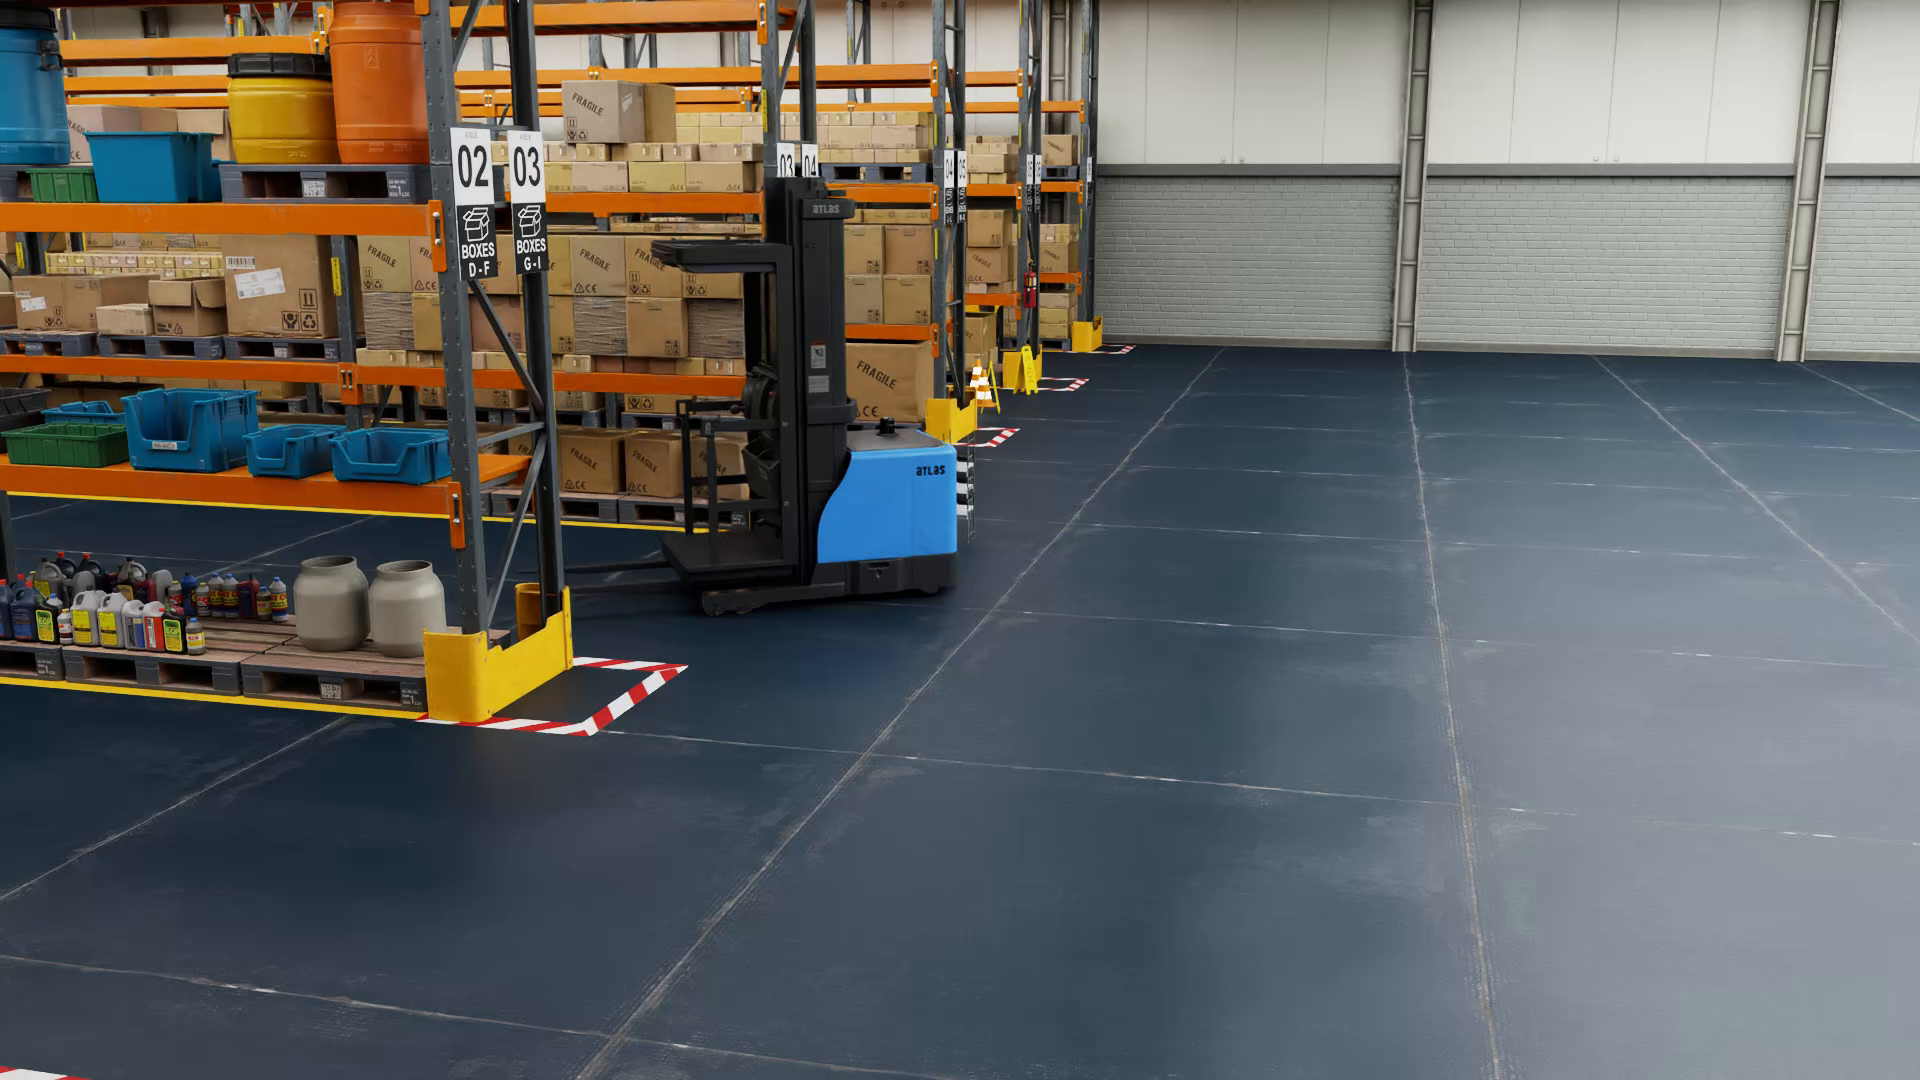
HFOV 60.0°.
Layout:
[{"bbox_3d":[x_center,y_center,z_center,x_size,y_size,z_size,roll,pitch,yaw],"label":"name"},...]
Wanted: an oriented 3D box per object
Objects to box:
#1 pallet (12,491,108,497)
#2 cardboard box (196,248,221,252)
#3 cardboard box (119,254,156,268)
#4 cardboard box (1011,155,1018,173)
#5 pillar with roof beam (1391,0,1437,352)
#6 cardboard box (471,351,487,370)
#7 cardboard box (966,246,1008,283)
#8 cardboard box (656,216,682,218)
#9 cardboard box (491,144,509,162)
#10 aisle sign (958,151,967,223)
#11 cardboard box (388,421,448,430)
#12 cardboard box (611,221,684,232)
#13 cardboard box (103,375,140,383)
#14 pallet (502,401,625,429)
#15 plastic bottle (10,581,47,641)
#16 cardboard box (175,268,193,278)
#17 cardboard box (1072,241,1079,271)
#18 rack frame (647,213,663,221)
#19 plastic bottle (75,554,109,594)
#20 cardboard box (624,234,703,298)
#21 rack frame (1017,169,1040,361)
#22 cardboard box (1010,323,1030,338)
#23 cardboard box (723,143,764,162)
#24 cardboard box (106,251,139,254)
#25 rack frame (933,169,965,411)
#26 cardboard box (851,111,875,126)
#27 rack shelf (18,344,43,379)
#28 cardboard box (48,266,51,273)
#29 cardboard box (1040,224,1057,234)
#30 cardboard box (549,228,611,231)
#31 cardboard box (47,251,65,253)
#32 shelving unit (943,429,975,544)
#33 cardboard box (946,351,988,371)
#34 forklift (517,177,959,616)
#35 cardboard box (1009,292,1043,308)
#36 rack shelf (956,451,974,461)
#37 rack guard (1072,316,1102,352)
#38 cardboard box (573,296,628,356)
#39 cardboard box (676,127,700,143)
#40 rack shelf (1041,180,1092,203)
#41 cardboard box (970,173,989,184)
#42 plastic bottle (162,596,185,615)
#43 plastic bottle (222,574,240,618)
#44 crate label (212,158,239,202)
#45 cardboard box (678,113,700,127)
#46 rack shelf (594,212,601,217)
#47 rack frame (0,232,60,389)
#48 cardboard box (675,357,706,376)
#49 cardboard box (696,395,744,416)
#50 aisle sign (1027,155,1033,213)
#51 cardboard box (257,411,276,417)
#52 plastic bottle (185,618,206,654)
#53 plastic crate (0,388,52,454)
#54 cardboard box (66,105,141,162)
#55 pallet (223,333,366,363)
[{"bbox_3d":[-8.411,-0.644,16.147,1.213,0.211,1.003,3,13,14],"label":"pallet"},{"bbox_3d":[-11.691,-4.382,26.329,0.500,0.500,0.500,3,13,12],"label":"cardboard box"},{"bbox_3d":[-10.238,-3.480,20.731,0.250,0.149,0.380,4,13,16],"label":"cardboard box"},{"bbox_3d":[0.548,-5.333,23.581,0.500,0.250,0.500,3,13,13],"label":"cardboard box"},{"bbox_3d":[6.491,-6.696,23.140,0.400,9.000,9.100,3,13,14],"label":"pillar with roof beam"},{"bbox_3d":[-4.182,-1.586,14.536,0.250,0.149,0.380,3,13,14],"label":"cardboard box"},{"bbox_3d":[0.379,-3.879,23.374,0.500,0.500,0.500,3,13,13],"label":"cardboard box"},{"bbox_3d":[-4.363,-4.771,24.930,0.250,0.149,0.380,4,13,17],"label":"cardboard box"},{"bbox_3d":[-3.769,-3.283,14.105,0.250,0.149,0.380,3,13,12],"label":"cardboard box"},{"bbox_3d":[0.025,-3.997,18.822,0.004,0.787,0.394,3,13,14],"label":"aisle sign"},{"bbox_3d":[-4.907,-0.794,15.188,0.500,0.500,0.500,3,13,12],"label":"cardboard box"},{"bbox_3d":[-3.649,-3.450,19.519,0.550,0.550,0.875,3,13,14],"label":"cardboard box"},{"bbox_3d":[-10.598,-2.155,21.322,0.500,0.500,0.500,4,13,16],"label":"cardboard box"},{"bbox_3d":[-4.766,-1.539,20.183,1.213,0.211,1.003,3,13,14],"label":"pallet"},{"bbox_3d":[-5.605,0.421,10.012,0.185,0.351,0.144,3,13,11],"label":"plastic bottle"},{"bbox_3d":[-9.471,-3.294,20.580,0.250,0.149,0.380,3,13,13],"label":"cardboard box"},{"bbox_3d":[1.743,-4.892,28.625,0.500,0.500,0.500,3,13,15],"label":"cardboard box"},{"bbox_3d":[-5.609,-5.174,30.128,0.127,3.000,1.000,3,13,14],"label":"rack frame"},{"bbox_3d":[-5.592,0.264,10.716,0.185,0.351,0.144,2,13,11],"label":"plastic bottle"},{"bbox_3d":[-2.482,-2.314,14.013,0.500,0.500,0.500,3,13,14],"label":"cardboard box"},{"bbox_3d":[0.972,-3.715,23.551,0.127,3.000,1.000,3,13,14],"label":"rack frame"},{"bbox_3d":[1.145,-3.607,28.445,0.500,0.250,0.500,3,13,14],"label":"cardboard box"},{"bbox_3d":[-1.747,-3.165,13.576,0.250,0.149,0.380,3,13,14],"label":"cardboard box"},{"bbox_3d":[-10.818,-3.657,21.527,0.250,0.149,0.380,3,13,12],"label":"cardboard box"},{"bbox_3d":[-0.116,-2.668,18.836,0.127,3.000,1.000,3,13,14],"label":"rack frame"},{"bbox_3d":[-1.015,-4.626,18.272,0.250,0.149,0.380,3,13,14],"label":"cardboard box"},{"bbox_3d":[-11.111,-1.798,16.575,4.000,0.370,1.077,3,13,14],"label":"rack shelf"},{"bbox_3d":[-11.494,-3.402,21.064,0.250,0.149,0.380,3,13,14],"label":"cardboard box"},{"bbox_3d":[1.513,-5.250,28.056,0.250,0.149,0.380,3,13,14],"label":"cardboard box"},{"bbox_3d":[-4.483,-3.438,19.763,0.500,0.500,0.700,3,13,13],"label":"cardboard box"},{"bbox_3d":[-12.187,-3.564,21.954,0.500,0.500,0.500,3,13,13],"label":"cardboard box"},{"bbox_3d":[-0.008,-0.440,13.638,0.210,0.900,0.258,3,13,14],"label":"shelving unit"},{"bbox_3d":[0.100,-2.564,23.743,0.500,0.250,0.500,3,13,13],"label":"cardboard box"},{"bbox_3d":[-1.585,-1.037,11.643,3.031,2.935,1.130,-4,13,-19],"label":"forklift"},{"bbox_3d":[1.139,-4.093,28.327,0.500,0.250,0.500,3,13,15],"label":"cardboard box"},{"bbox_3d":[-0.008,-0.671,13.587,0.200,0.077,0.258,3,13,14],"label":"rack shelf"},{"bbox_3d":[2.181,-3.537,28.522,0.348,0.500,1.175,3,13,14],"label":"rack guard"},{"bbox_3d":[-2.919,-1.895,14.431,0.500,0.500,0.875,3,13,14],"label":"cardboard box"},{"bbox_3d":[-3.101,-4.556,18.878,0.500,0.250,0.500,3,13,13],"label":"cardboard box"},{"bbox_3d":[0.216,-5.976,28.478,4.000,0.370,1.077,3,13,14],"label":"rack shelf"},{"bbox_3d":[0.309,-5.022,23.099,0.250,0.149,0.380,3,13,14],"label":"cardboard box"},{"bbox_3d":[-4.690,0.478,9.910,0.133,0.283,0.061,3,13,14],"label":"plastic bottle"},{"bbox_3d":[-4.607,0.351,10.511,0.097,0.271,0.097,0,13,0],"label":"plastic bottle"},{"bbox_3d":[-4.327,-2.148,9.906,0.408,0.251,0.502,3,13,14],"label":"crate label"},{"bbox_3d":[-2.987,-4.731,18.747,0.250,0.149,0.380,3,13,13],"label":"cardboard box"},{"bbox_3d":[-5.941,-4.093,19.992,4.000,0.370,1.077,3,13,14],"label":"rack shelf"},{"bbox_3d":[-9.169,-2.046,16.030,0.127,3.000,1.000,3,13,14],"label":"rack frame"},{"bbox_3d":[-2.226,-1.495,14.125,0.250,0.149,0.380,3,13,14],"label":"cardboard box"},{"bbox_3d":[-2.529,-1.950,19.536,0.875,0.875,0.875,3,13,14],"label":"cardboard box"},{"bbox_3d":[0.963,-4.920,22.980,0.004,0.787,0.394,3,13,14],"label":"aisle sign"},{"bbox_3d":[-6.879,-0.927,15.741,0.500,0.500,0.700,2,13,9],"label":"cardboard box"},{"bbox_3d":[-4.477,0.559,9.733,0.097,0.201,0.097,0,13,0],"label":"plastic bottle"},{"bbox_3d":[-5.995,-0.713,10.163,0.504,0.338,0.767,3,13,14],"label":"plastic crate"},{"bbox_3d":[-7.793,-3.673,15.053,0.500,0.500,0.500,3,13,12],"label":"cardboard box"},{"bbox_3d":[-5.993,-1.815,15.431,1.213,0.211,1.003,3,13,14],"label":"pallet"}]
